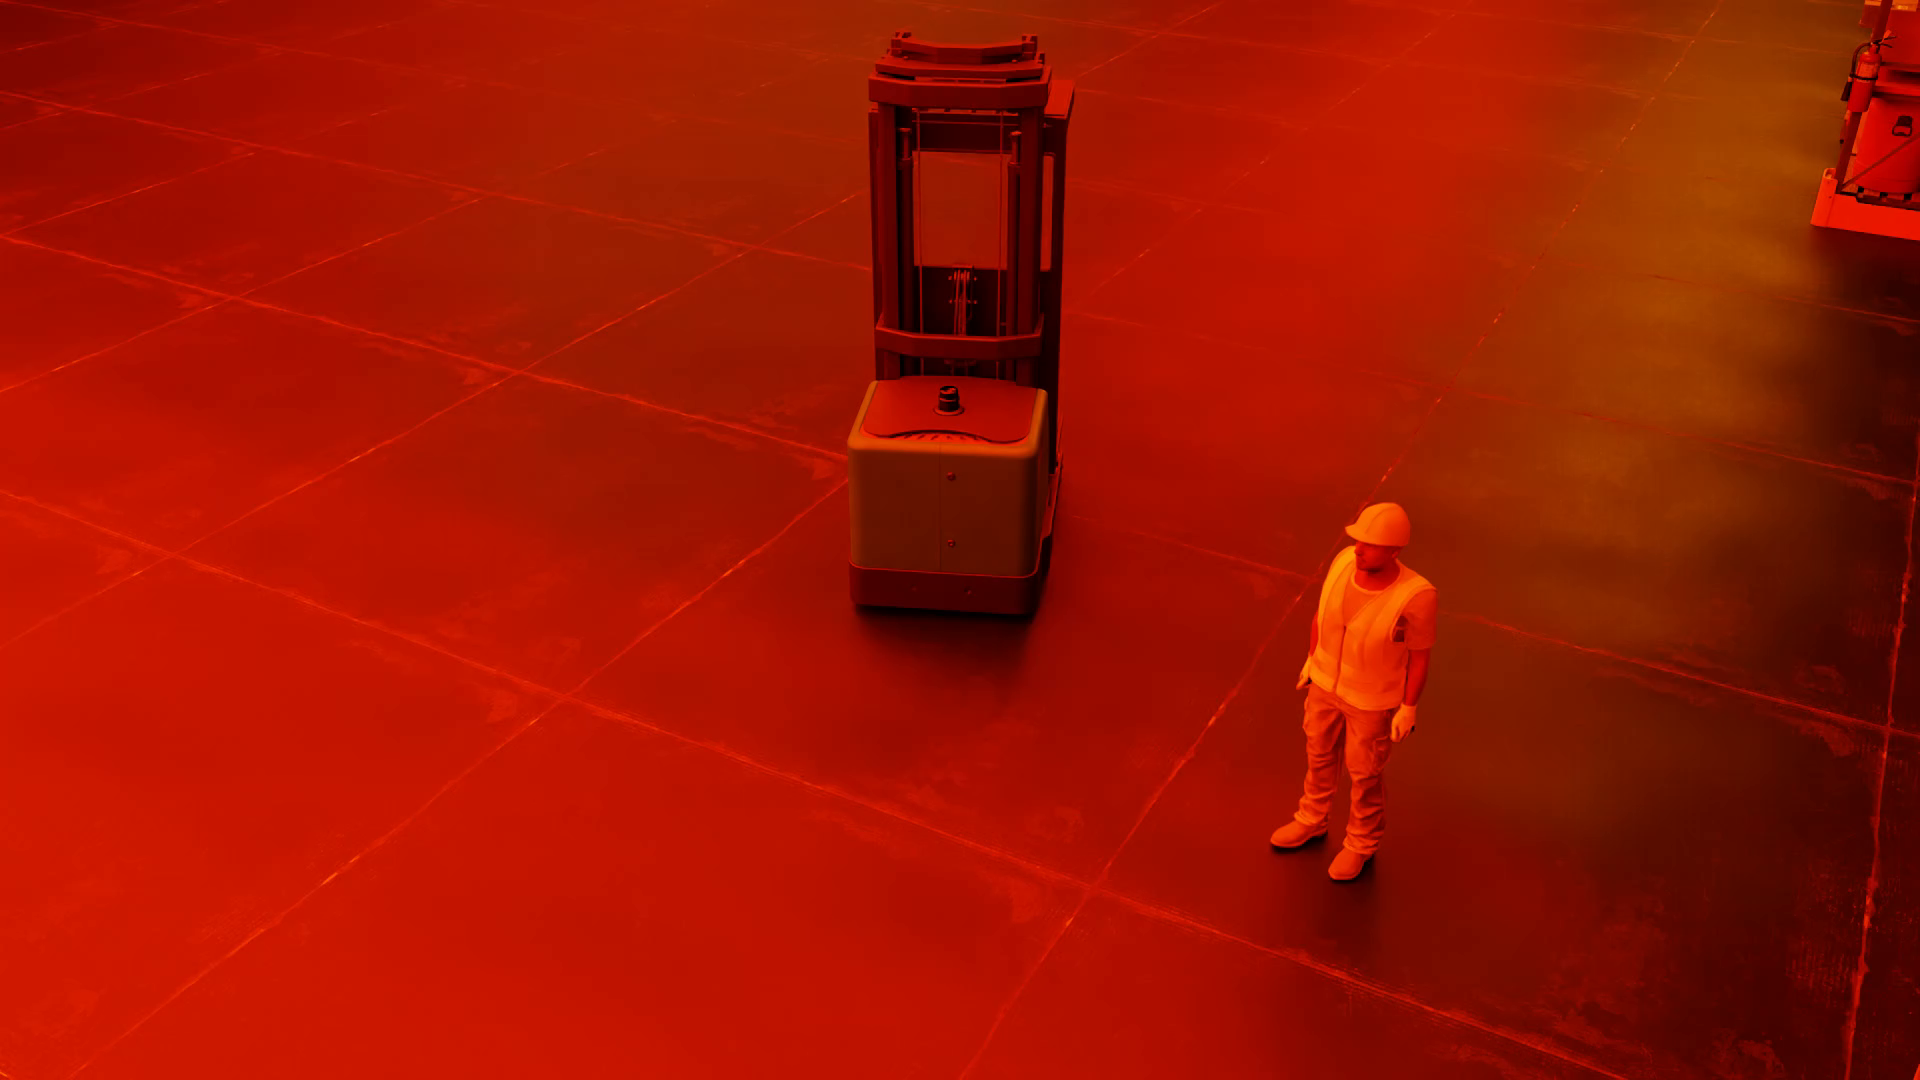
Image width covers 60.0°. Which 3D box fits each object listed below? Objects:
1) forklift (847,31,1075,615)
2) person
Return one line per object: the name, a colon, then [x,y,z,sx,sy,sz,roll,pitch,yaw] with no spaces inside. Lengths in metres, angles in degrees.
forklift: [0.072,-1.572,9.794,1.130,2.935,3.031,3,30,6]
person: [1.684,0.642,7.105,0.377,1.789,0.582,-23,37,-34]
